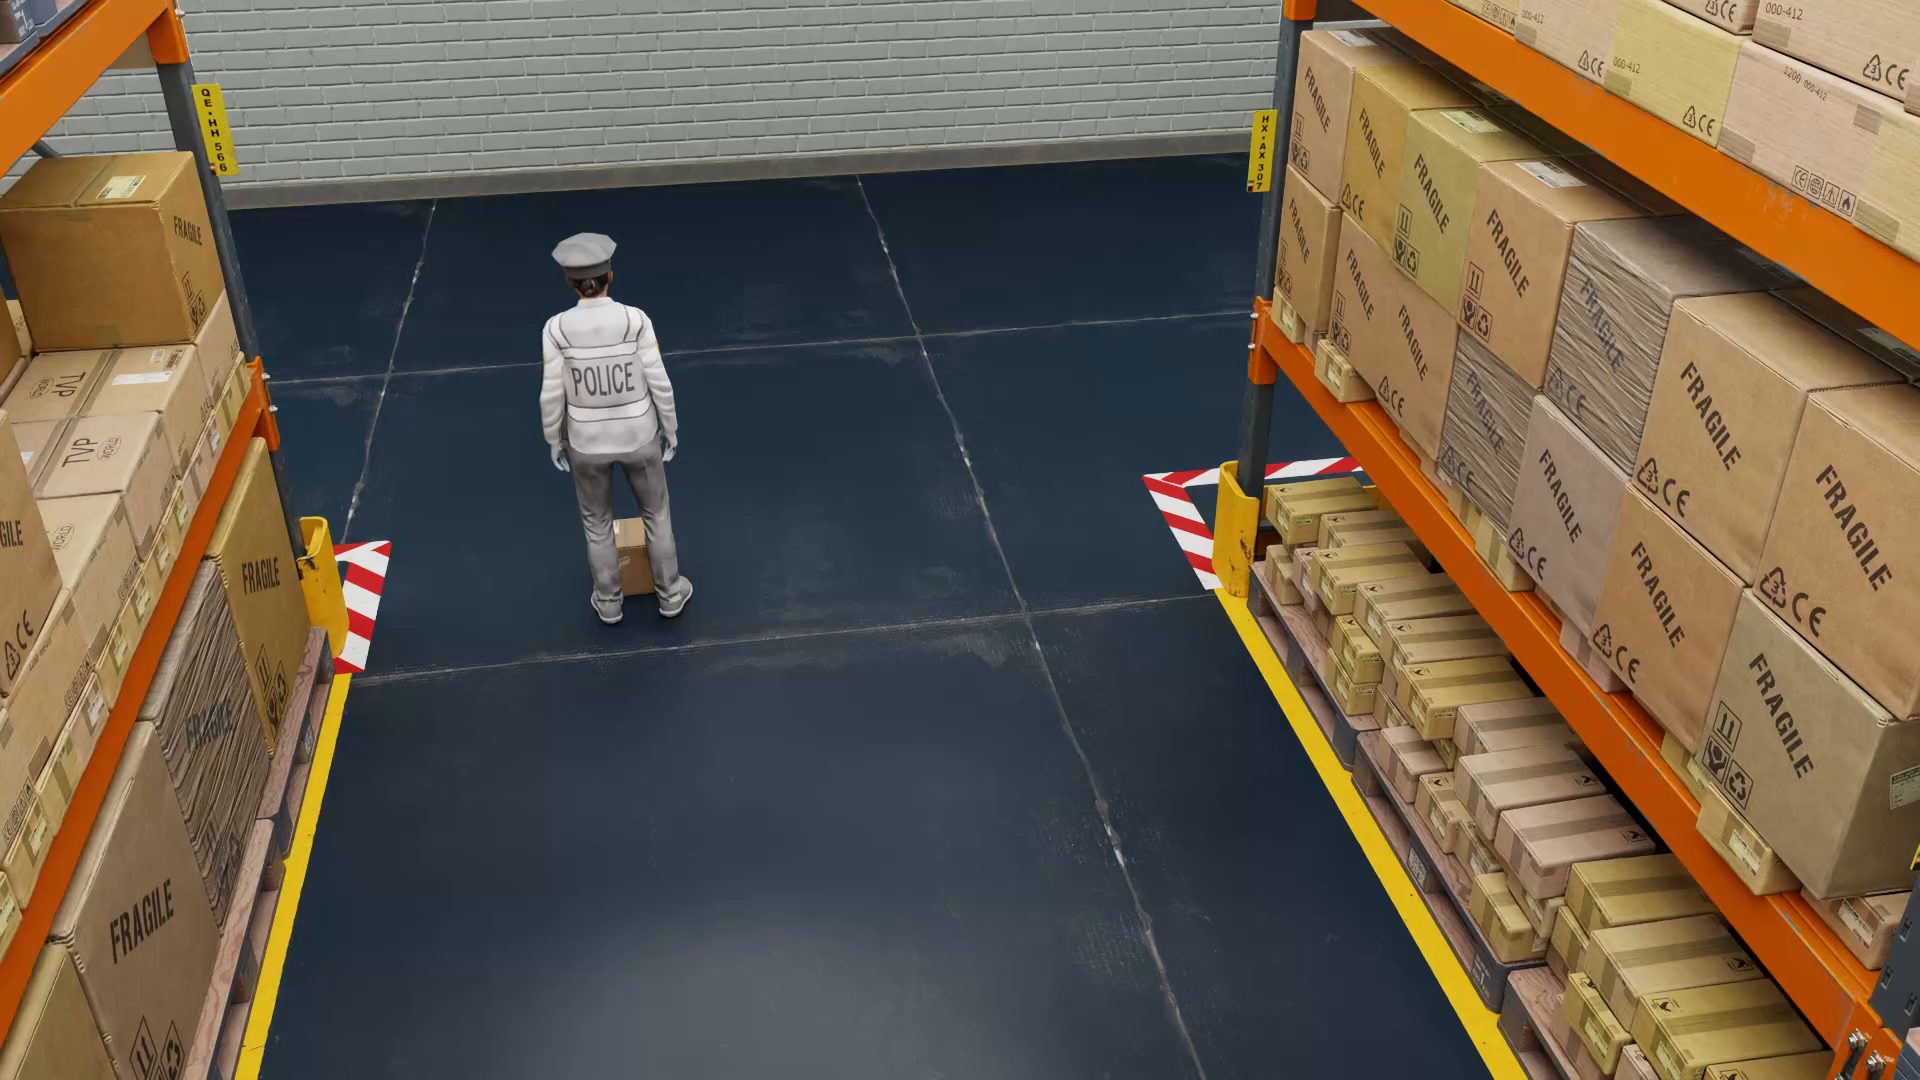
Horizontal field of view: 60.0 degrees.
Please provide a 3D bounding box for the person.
[{"bbox_3d":[-1.424,-0.413,6.820,0.535,1.663,0.379,-6,31,-10],"label":"person"}]
